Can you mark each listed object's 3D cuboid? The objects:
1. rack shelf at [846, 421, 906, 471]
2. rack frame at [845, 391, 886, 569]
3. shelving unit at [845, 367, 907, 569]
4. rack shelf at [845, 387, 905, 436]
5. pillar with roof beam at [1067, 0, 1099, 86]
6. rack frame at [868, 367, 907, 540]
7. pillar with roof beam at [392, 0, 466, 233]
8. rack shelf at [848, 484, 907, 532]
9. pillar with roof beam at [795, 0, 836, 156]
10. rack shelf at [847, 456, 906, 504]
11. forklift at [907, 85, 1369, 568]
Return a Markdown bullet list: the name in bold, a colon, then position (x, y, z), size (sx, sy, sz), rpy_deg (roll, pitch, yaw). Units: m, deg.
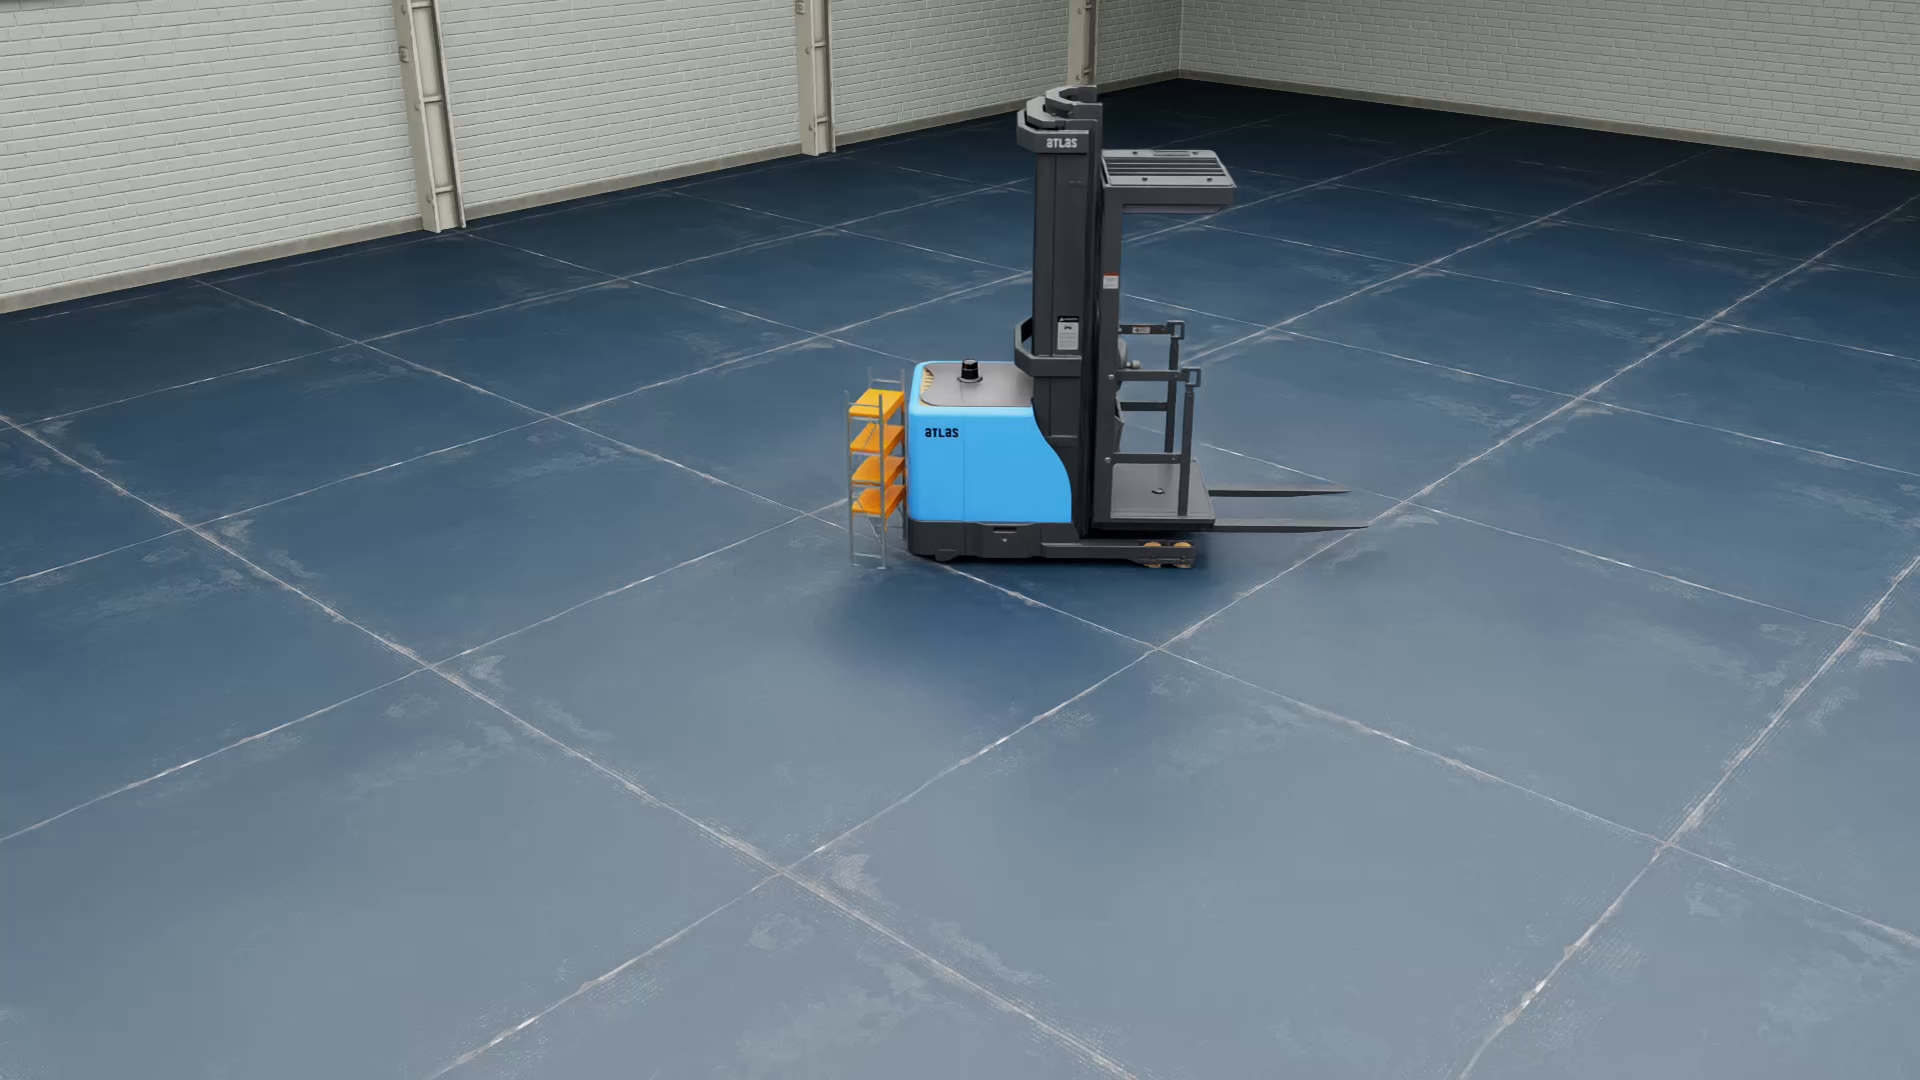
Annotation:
- **rack shelf**: position (-0.540, -0.610, 10.762), size (0.258, 0.148, 0.480), rpy_deg (6, 25, 13)
- **rack frame**: position (-0.601, -0.371, 10.611), size (0.240, 1.200, 0.015), rpy_deg (6, 25, 13)
- **shelving unit**: position (-0.540, -0.468, 10.826), size (0.258, 1.200, 0.503), rpy_deg (6, 25, 13)
- **rack shelf**: position (-0.540, -0.826, 10.666), size (0.258, 0.148, 0.480), rpy_deg (6, 25, 13)
- **pillar with roof beam**: position (5.211, -10.223, 23.051), size (9.100, 9.000, 0.400), rpy_deg (20, 31, 38)
- **rack frame**: position (-0.480, -0.564, 11.042), size (0.240, 1.200, 0.015), rpy_deg (6, 25, 13)
- **pillar with roof beam**: position (-2.797, -6.567, 14.897), size (9.100, 9.000, 0.400), rpy_deg (20, 31, 38)
- **rack shelf**: position (-0.540, -0.225, 10.935), size (0.258, 0.148, 0.480), rpy_deg (6, 25, 13)
- **pillar with roof beam**: position (1.207, -8.395, 18.974), size (9.100, 9.000, 0.400), rpy_deg (20, 31, 38)
- **rack shelf**: position (-0.540, -0.406, 10.854), size (0.258, 0.148, 0.480), rpy_deg (6, 25, 13)
- **forklift**: position (1.181, -1.374, 10.733), size (3.031, 2.935, 1.130), rpy_deg (1, 24, 1)
